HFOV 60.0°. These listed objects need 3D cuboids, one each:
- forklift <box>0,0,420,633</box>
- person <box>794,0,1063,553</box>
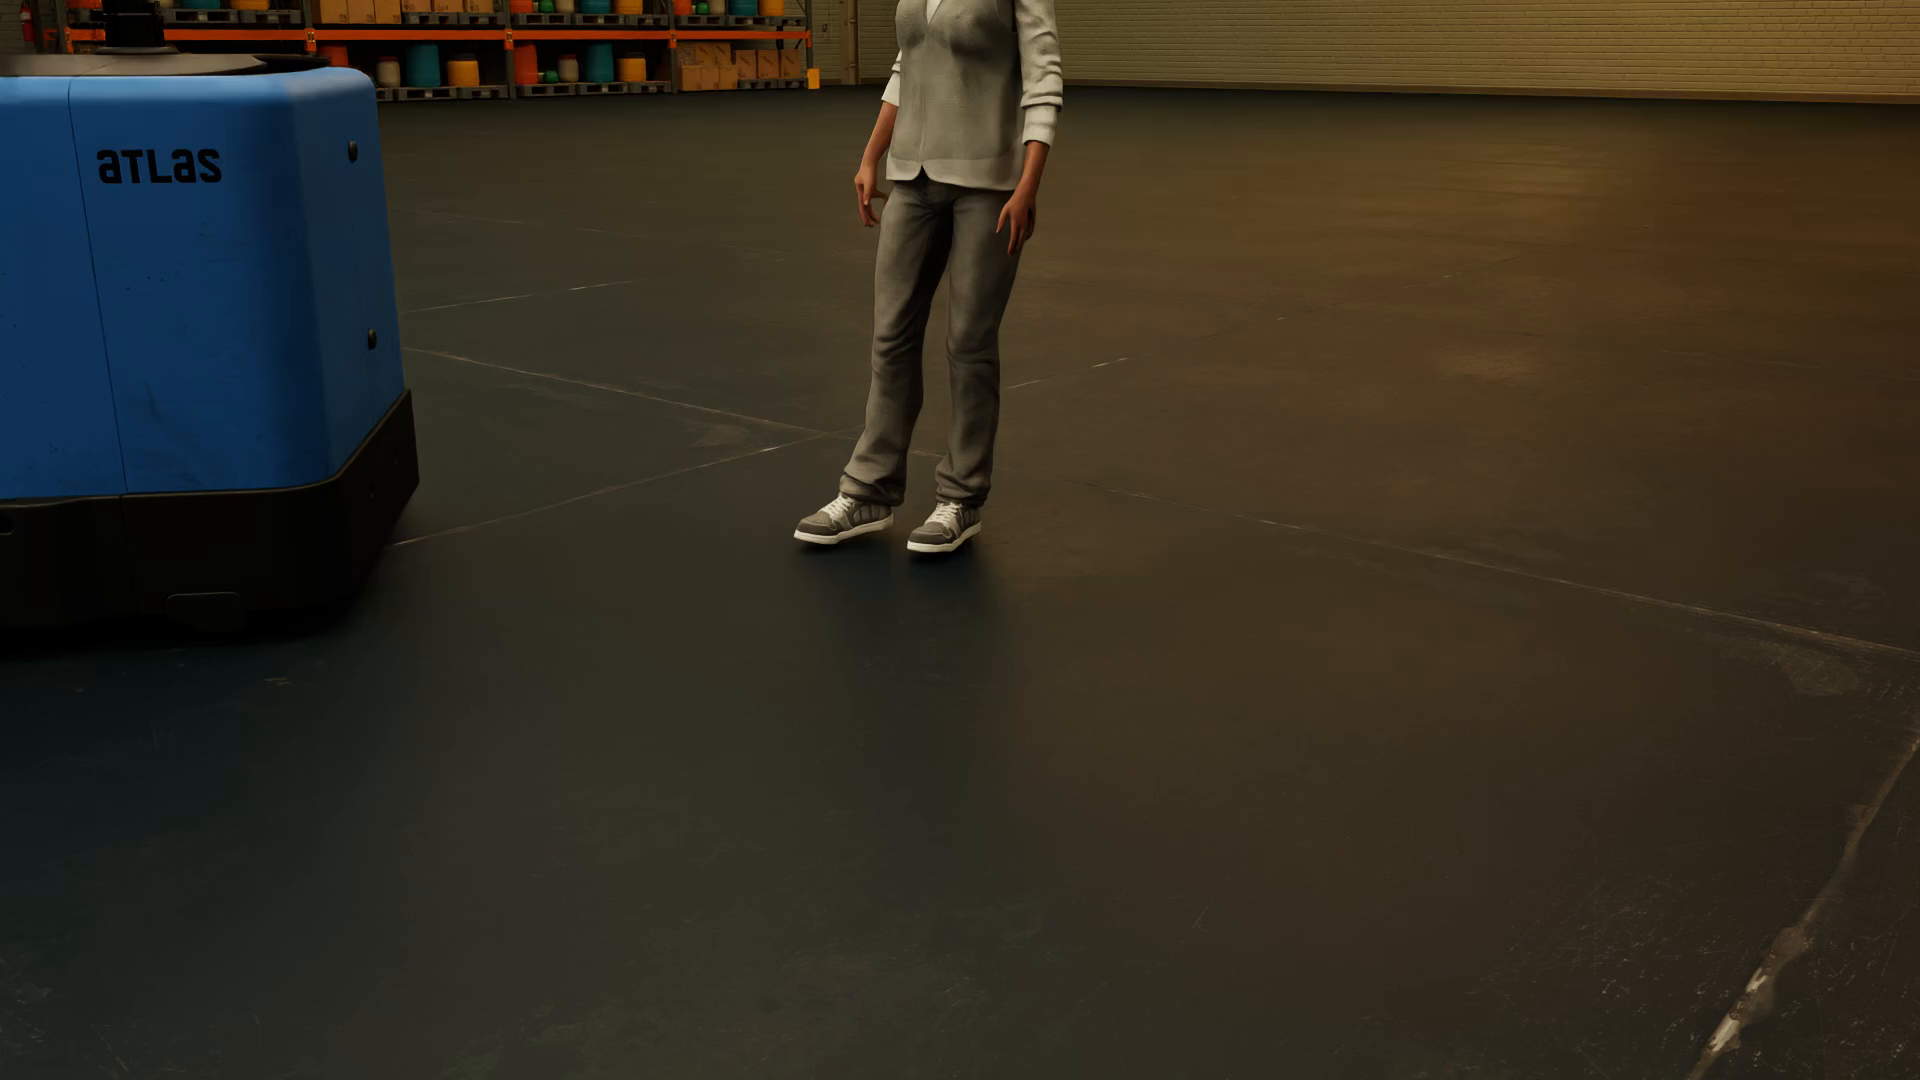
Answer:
[{"bbox_3d":[-2.787,-1.288,3.139,3.031,2.935,1.130,-3,17,-8],"label":"forklift"},{"bbox_3d":[-0.058,-0.758,3.662,0.519,1.598,0.474,13,21,37],"label":"person"}]
